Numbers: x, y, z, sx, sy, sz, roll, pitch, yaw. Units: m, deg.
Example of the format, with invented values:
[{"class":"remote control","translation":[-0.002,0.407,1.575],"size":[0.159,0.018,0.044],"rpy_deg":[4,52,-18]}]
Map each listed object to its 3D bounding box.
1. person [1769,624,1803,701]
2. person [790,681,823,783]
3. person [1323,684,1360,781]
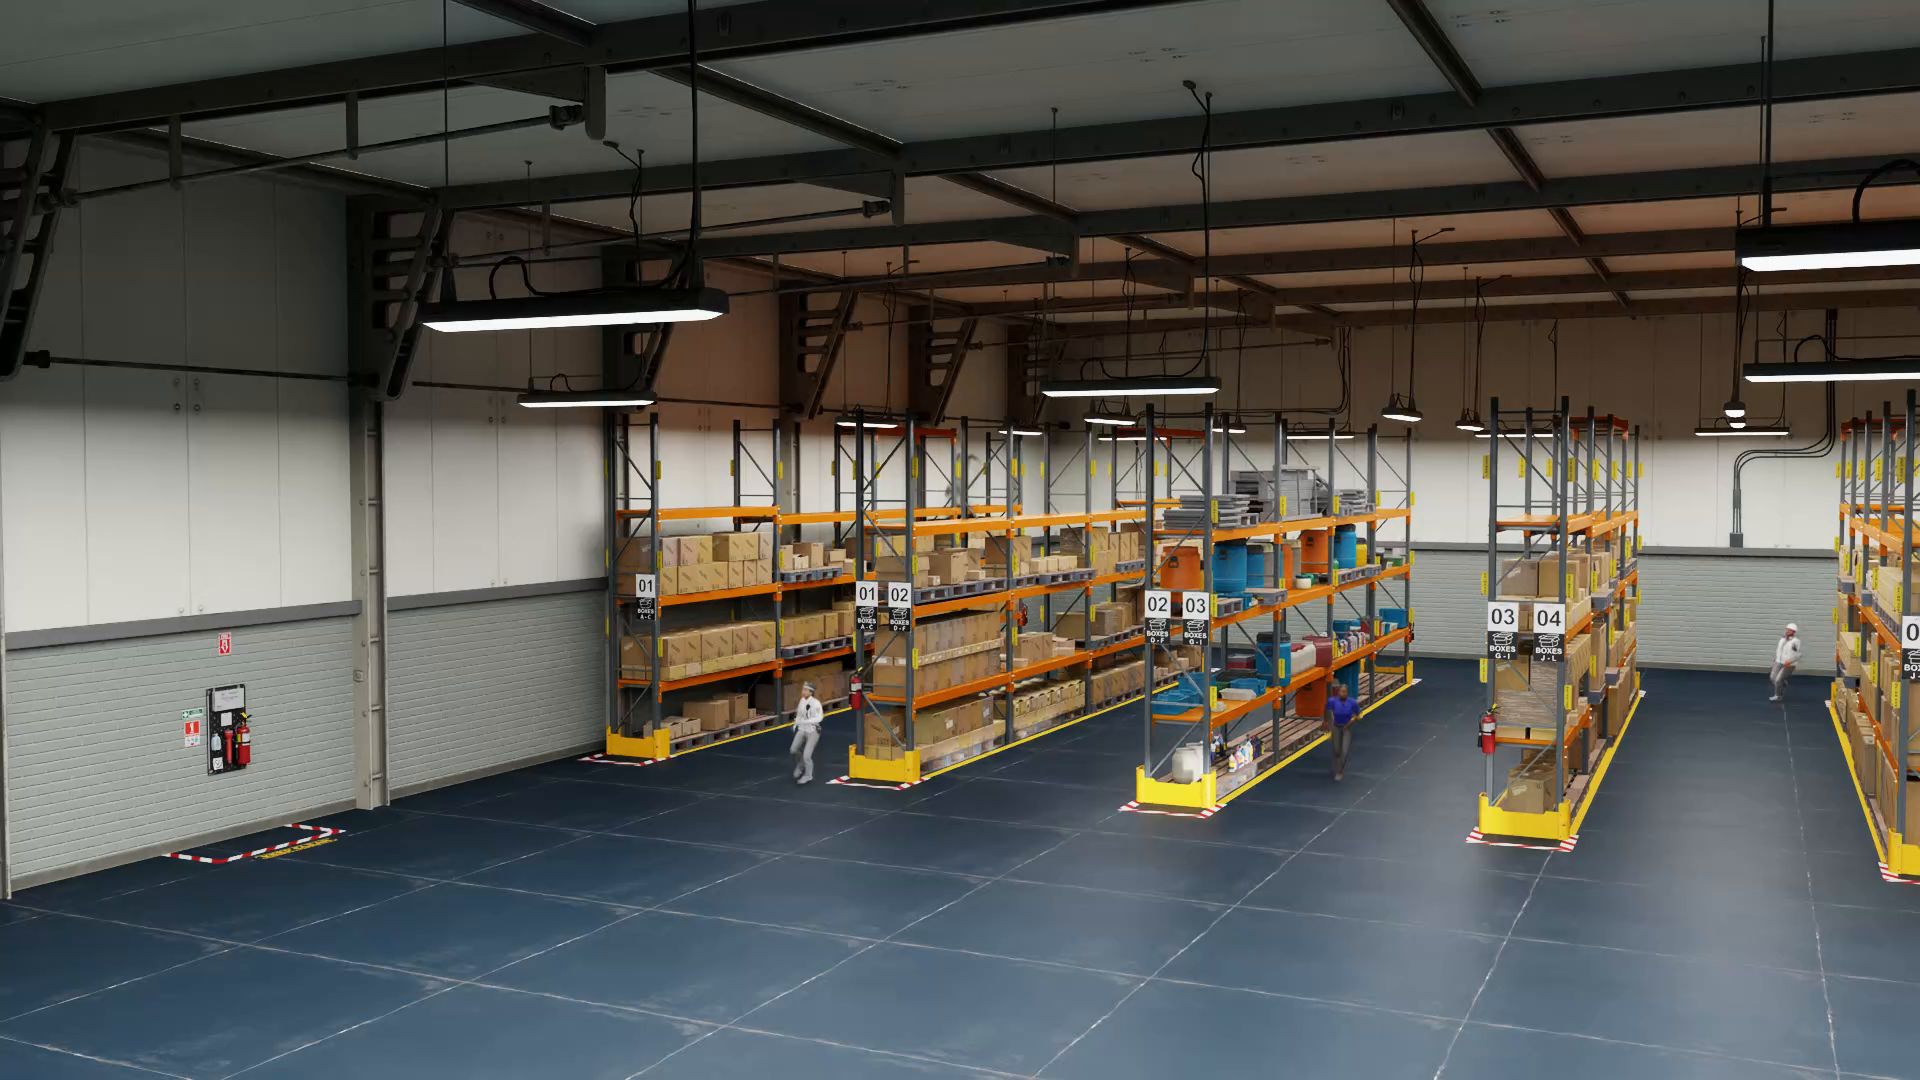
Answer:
[{"class":"person","translation":[17.817,2.647,35.850],"size":[0.535,1.698,0.683],"rpy_deg":[-1,3,-23]},{"class":"person","translation":[-2.454,3.071,26.544],"size":[0.687,1.654,0.580],"rpy_deg":[1,3,26]},{"class":"person","translation":[6.164,3.100,26.880],"size":[0.563,1.586,0.696],"rpy_deg":[0,2,4]}]
